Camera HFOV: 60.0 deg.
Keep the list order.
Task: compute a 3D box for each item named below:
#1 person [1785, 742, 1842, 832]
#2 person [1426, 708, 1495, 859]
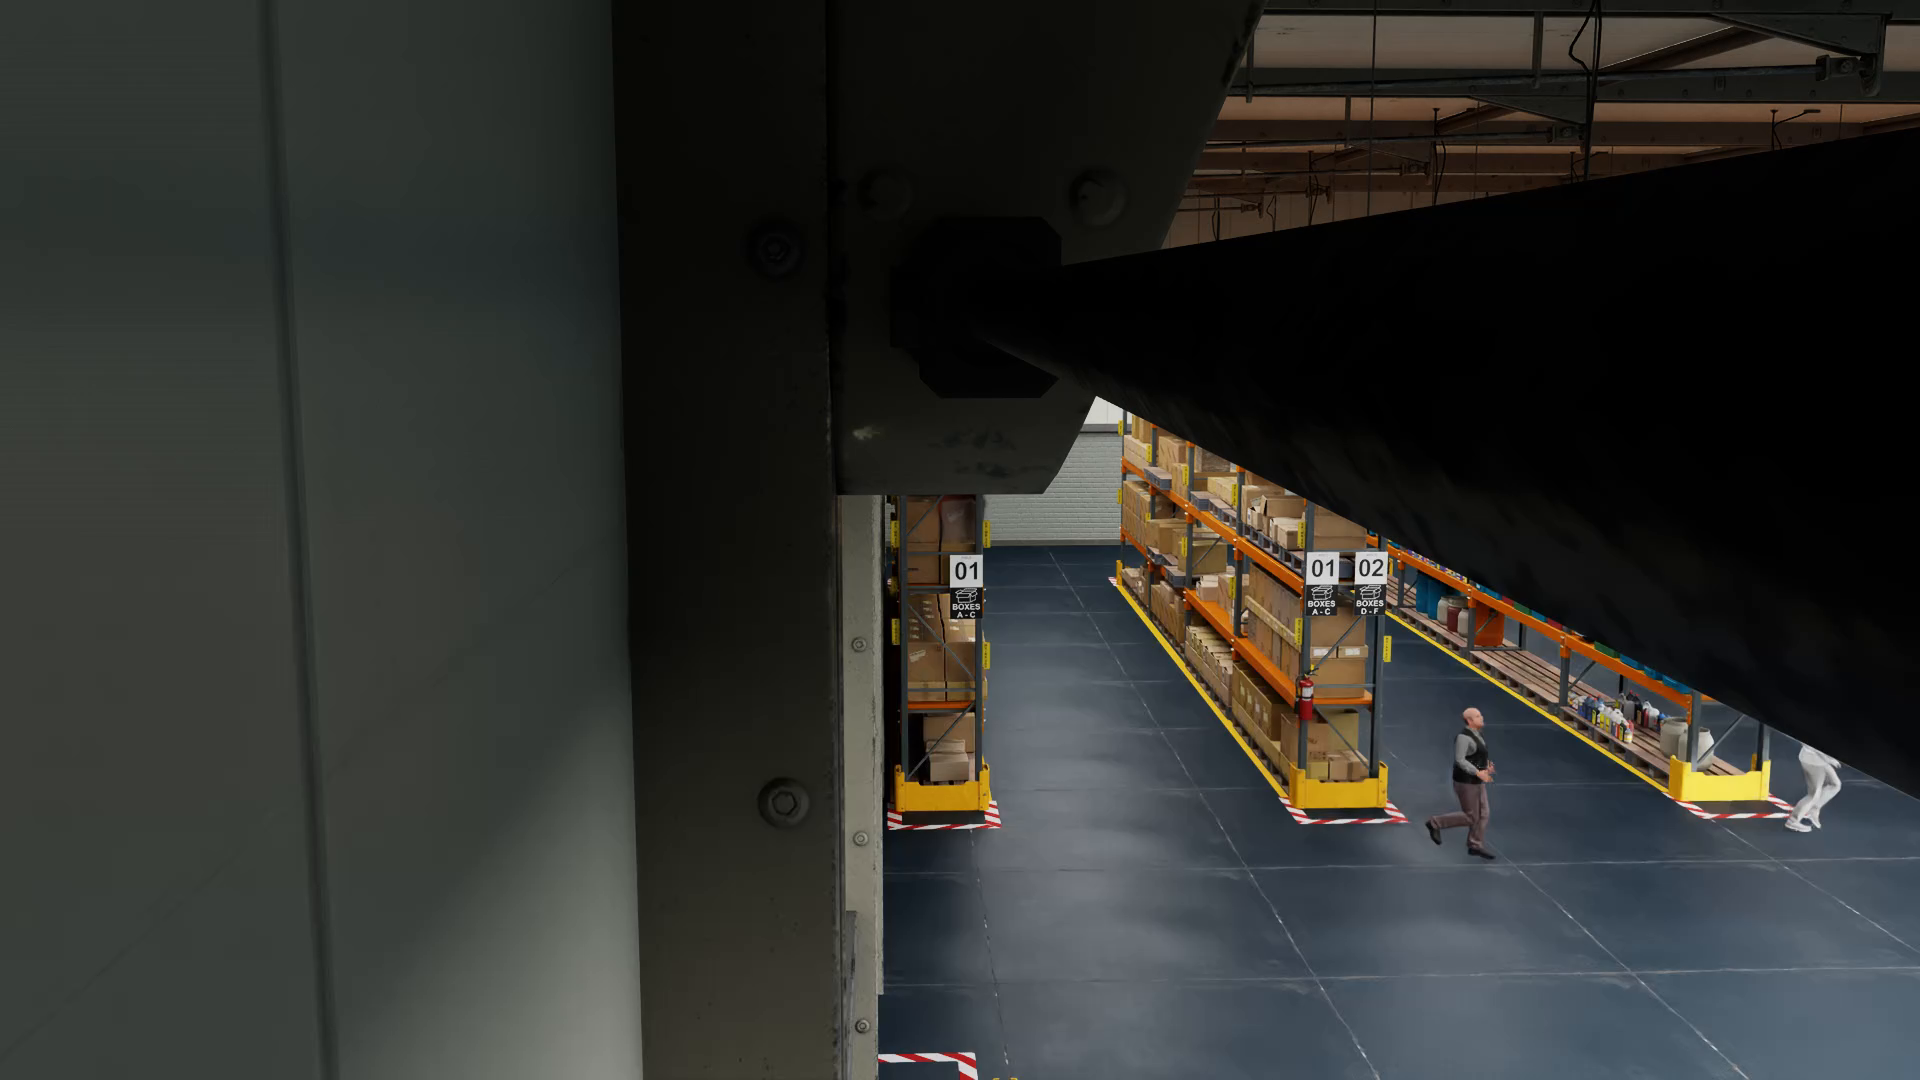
[{"bbox_3d":[10.109,2.631,19.592,0.588,1.659,0.634,3,9,17],"label":"person"},{"bbox_3d":[5.687,2.714,18.735,0.747,1.713,0.668,5,10,29],"label":"person"}]
